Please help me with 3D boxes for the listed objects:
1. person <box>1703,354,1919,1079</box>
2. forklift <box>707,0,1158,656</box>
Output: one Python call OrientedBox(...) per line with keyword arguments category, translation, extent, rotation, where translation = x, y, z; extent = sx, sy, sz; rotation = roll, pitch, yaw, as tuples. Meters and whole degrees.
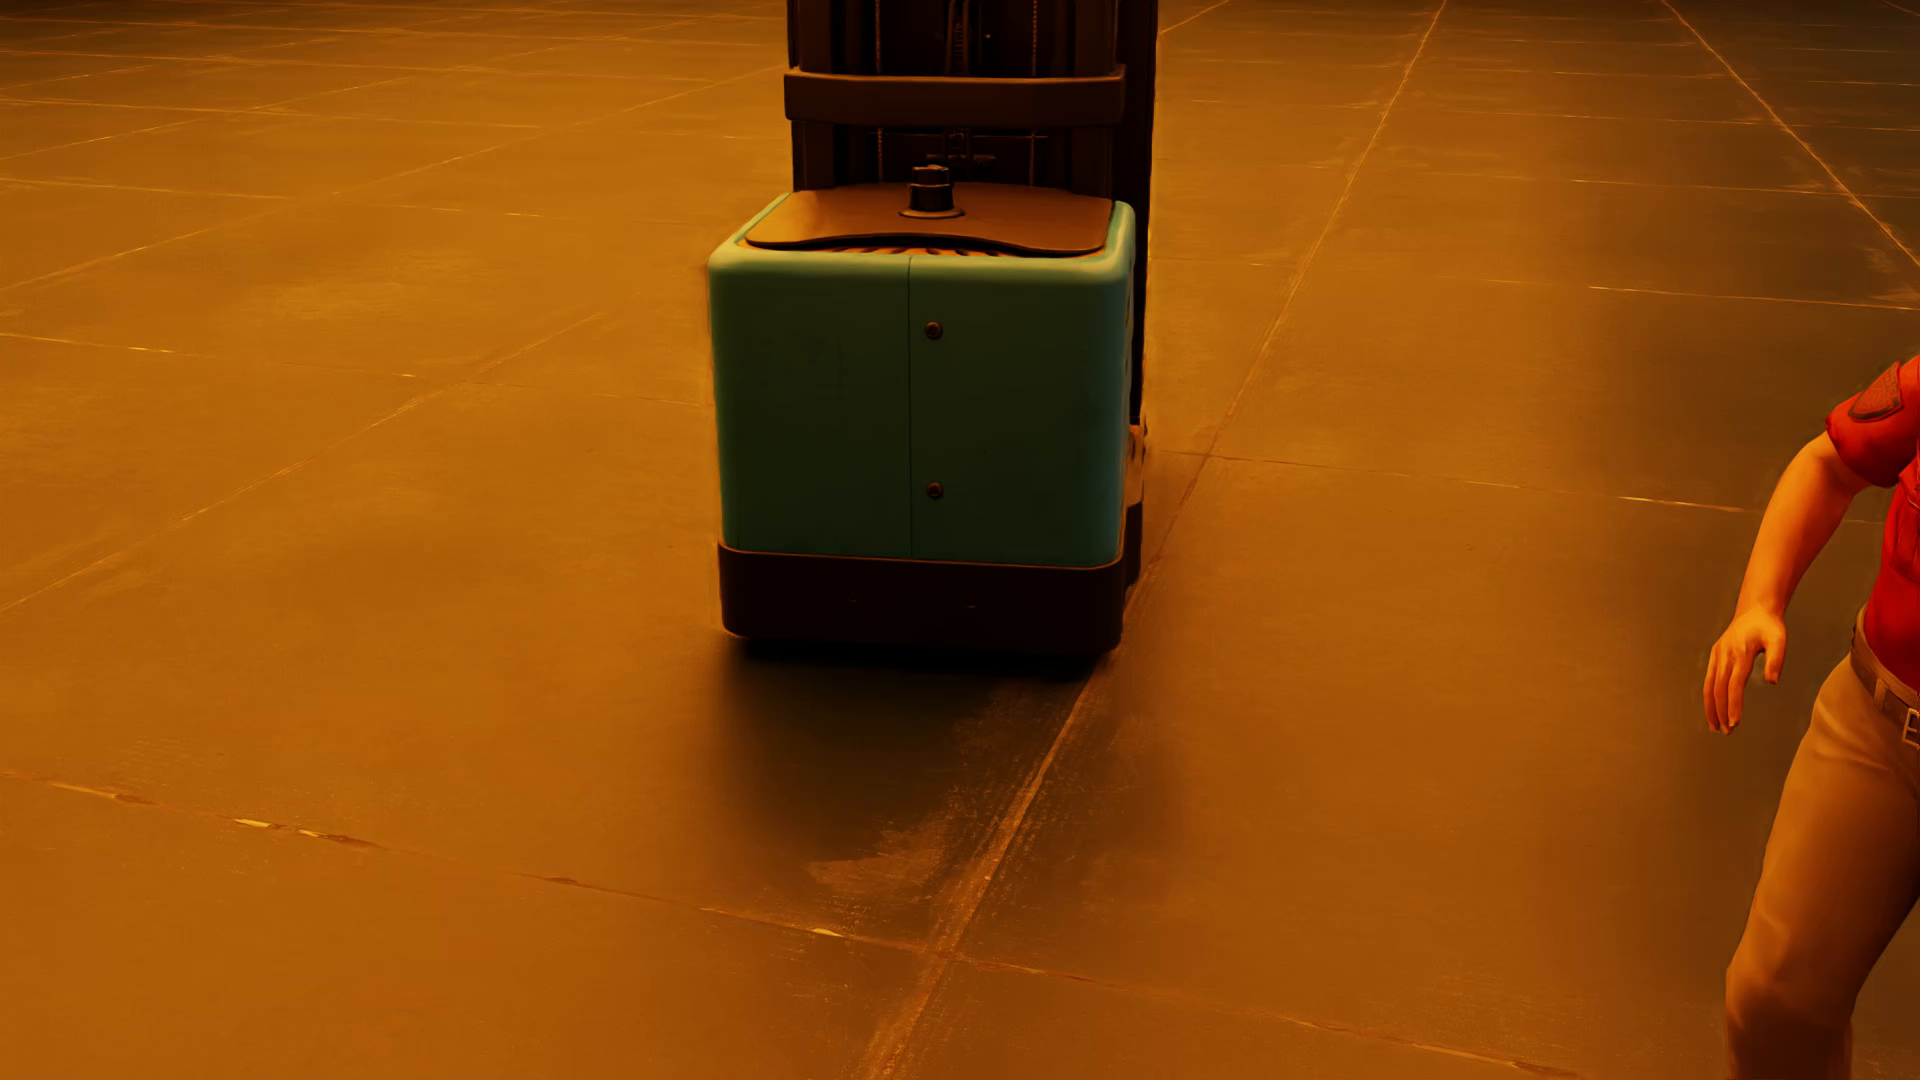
OrientedBox(category="person", translation=(1.328, 0.348, 2.126), extent=(0.544, 1.679, 0.771), rotation=(-18, 28, -36))
OrientedBox(category="forklift", translation=(0.065, -1.588, 5.125), extent=(1.130, 2.935, 3.031), rotation=(3, 23, 7))
